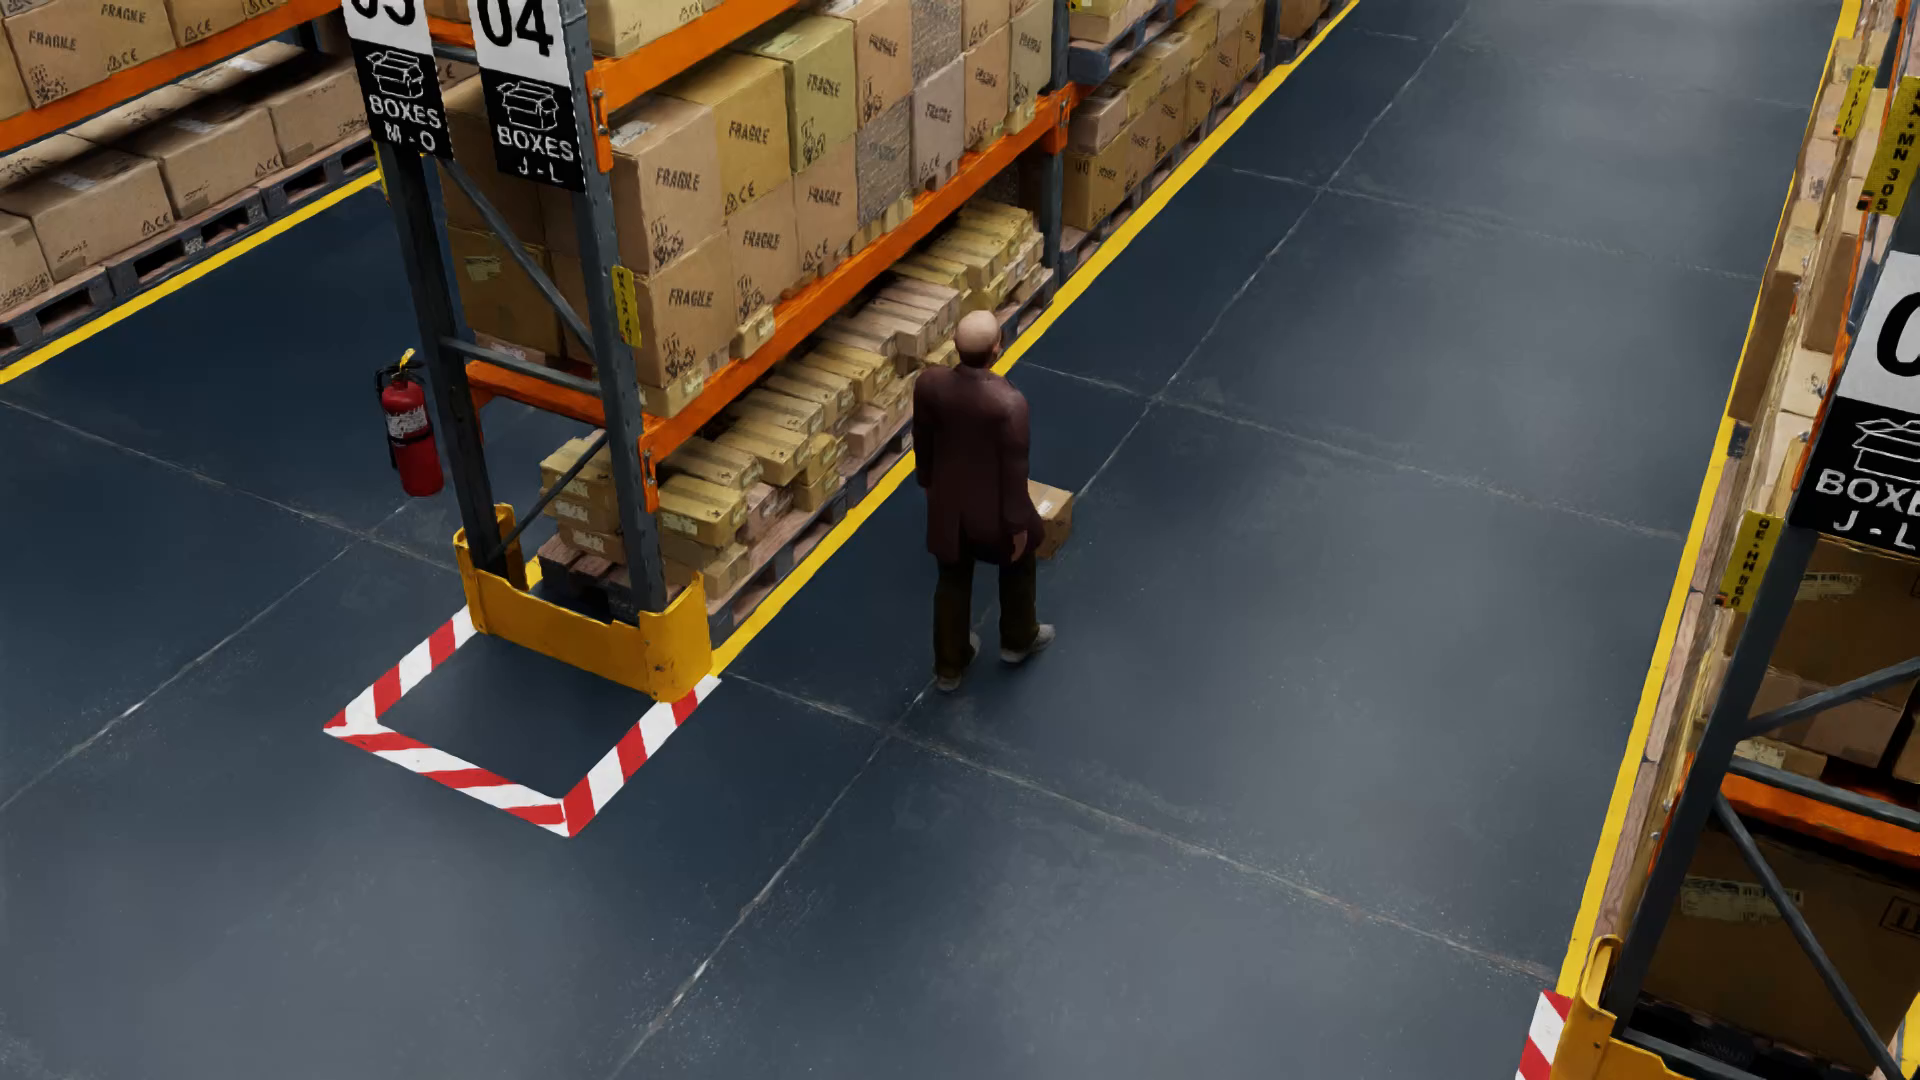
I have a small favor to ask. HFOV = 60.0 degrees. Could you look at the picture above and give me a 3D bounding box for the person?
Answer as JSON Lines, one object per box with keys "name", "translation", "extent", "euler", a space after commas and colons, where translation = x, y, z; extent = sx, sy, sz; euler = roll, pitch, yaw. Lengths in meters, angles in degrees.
{"name": "person", "translation": [0.089, -0.182, 7.005], "extent": [0.583, 1.806, 0.641], "euler": [17, 41, 21]}
